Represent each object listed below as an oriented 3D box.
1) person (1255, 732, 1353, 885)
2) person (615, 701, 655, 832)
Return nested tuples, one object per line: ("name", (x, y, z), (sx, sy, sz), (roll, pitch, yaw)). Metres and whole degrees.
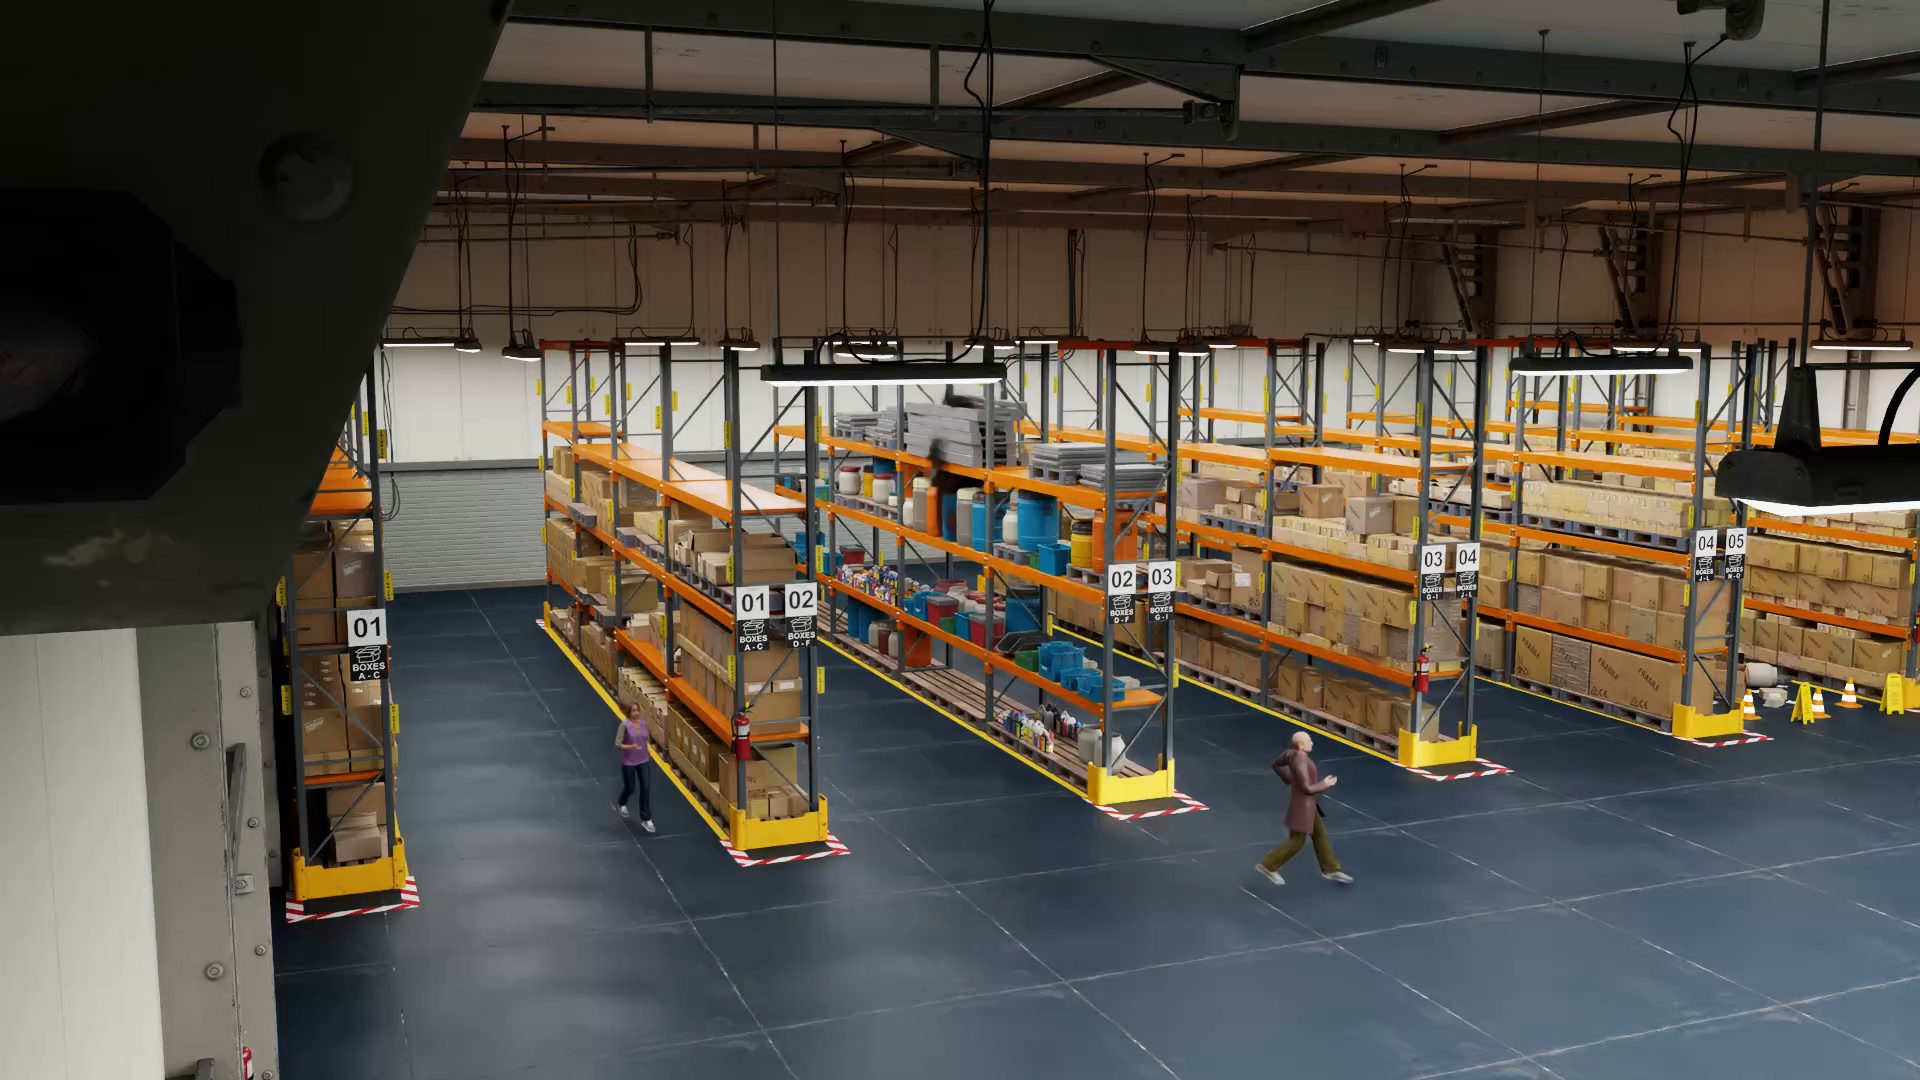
("person", (3.890, 3.009, 18.697), (1.115, 1.758, 0.731), (1, 7, 6))
("person", (-4.079, 2.806, 20.883), (0.539, 1.592, 0.854), (-5, 9, -34))
